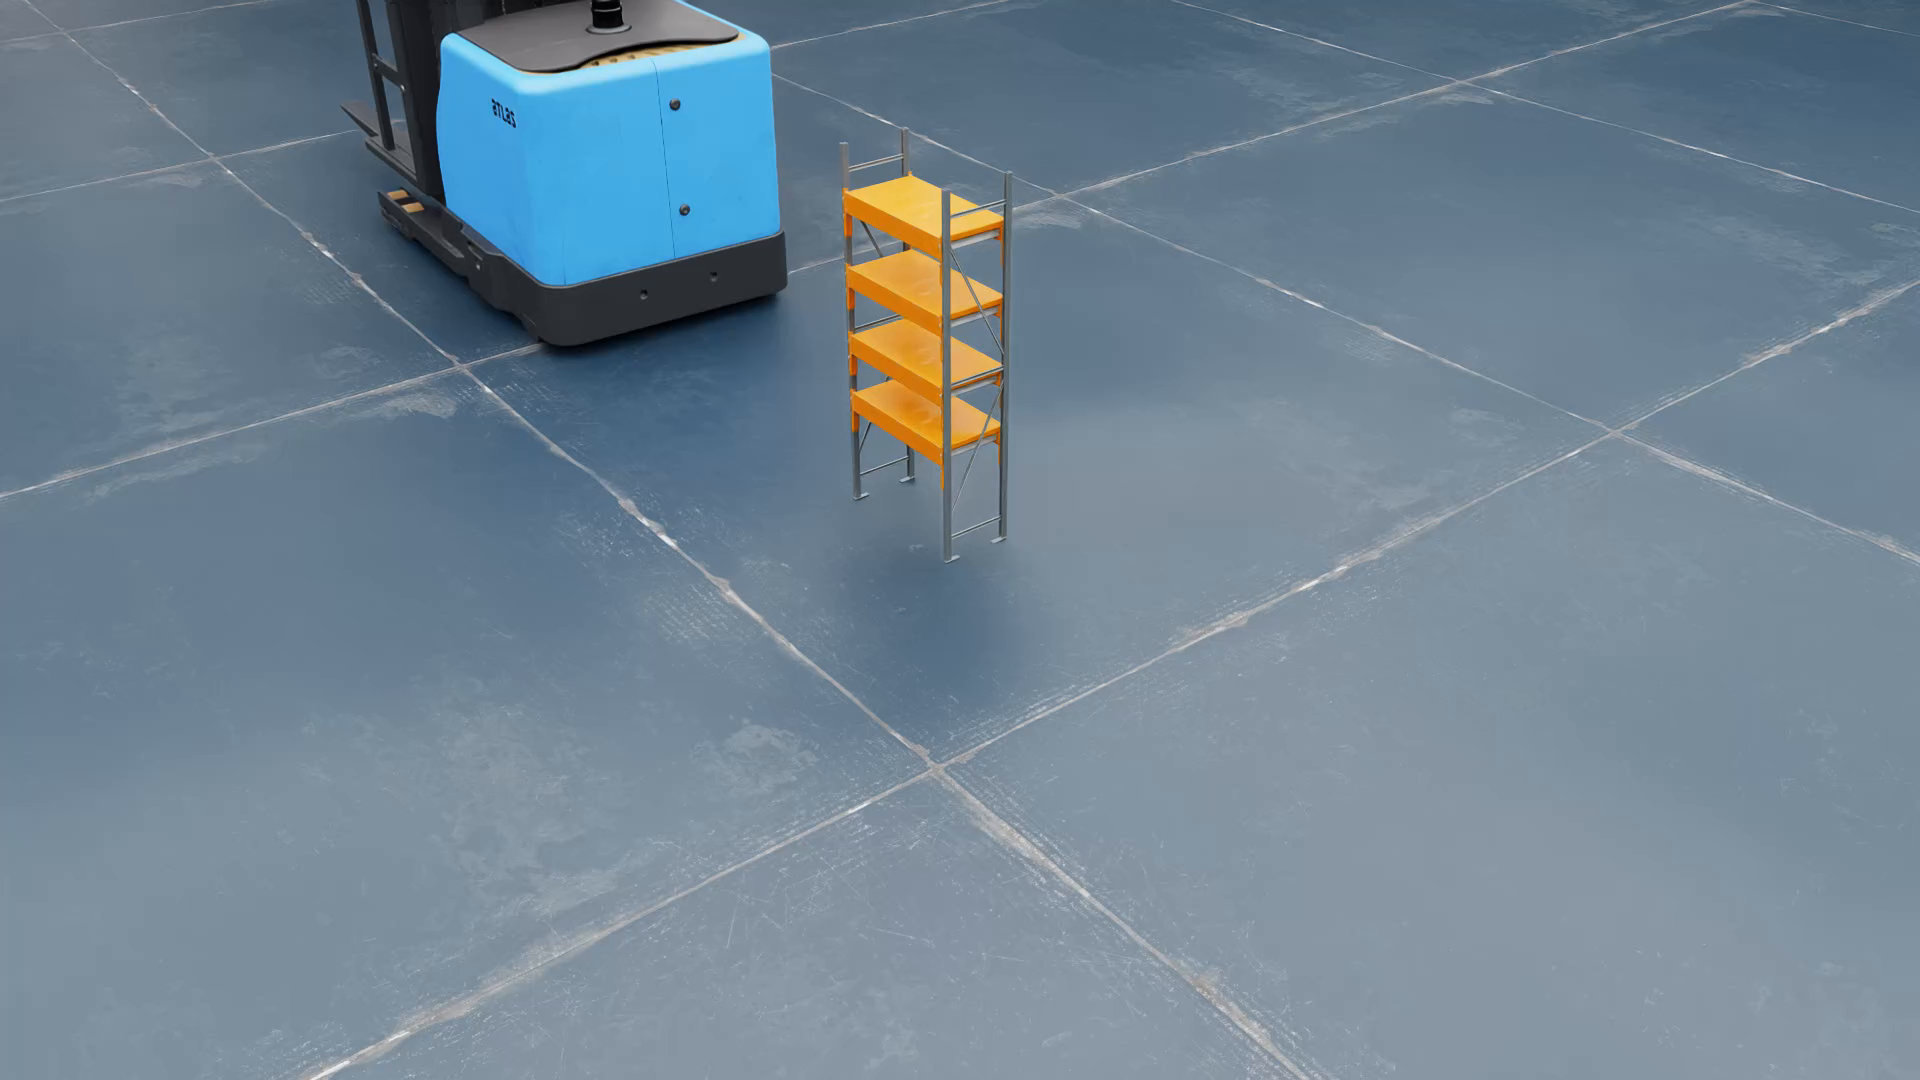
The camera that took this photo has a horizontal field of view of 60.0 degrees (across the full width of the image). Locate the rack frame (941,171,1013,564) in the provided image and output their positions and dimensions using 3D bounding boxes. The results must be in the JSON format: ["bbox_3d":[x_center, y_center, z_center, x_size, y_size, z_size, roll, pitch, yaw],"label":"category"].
[{"bbox_3d":[0.048,-0.477,4.881,0.240,1.200,0.015,-22,38,-31],"label":"rack frame"}]

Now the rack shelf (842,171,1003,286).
[{"bbox_3d":[-0.101,-0.913,4.837,0.258,0.148,0.480,-22,38,-31],"label":"rack shelf"}]

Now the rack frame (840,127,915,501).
[{"bbox_3d":[-0.251,-0.680,5.208,0.240,1.200,0.015,-22,38,-31],"label":"rack frame"}]

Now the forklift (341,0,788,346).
[{"bbox_3d":[-1.966,-2.707,6.830,1.130,2.935,3.031,-21,37,-29],"label":"forklift"}]

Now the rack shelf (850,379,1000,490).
[{"bbox_3d":[-0.101,-0.353,5.185,0.258,0.148,0.480,-22,38,-31],"label":"rack shelf"}]

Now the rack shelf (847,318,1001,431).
[{"bbox_3d":[-0.101,-0.522,5.080,0.258,0.148,0.480,-22,38,-31],"label":"rack shelf"}]

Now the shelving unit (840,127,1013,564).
[{"bbox_3d":[-0.101,-0.579,5.045,0.258,1.200,0.503,-22,38,-31],"label":"shelving unit"}]

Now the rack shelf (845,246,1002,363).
[{"bbox_3d":[-0.101,-0.712,4.962,0.258,0.148,0.480,-22,38,-31],"label":"rack shelf"}]
